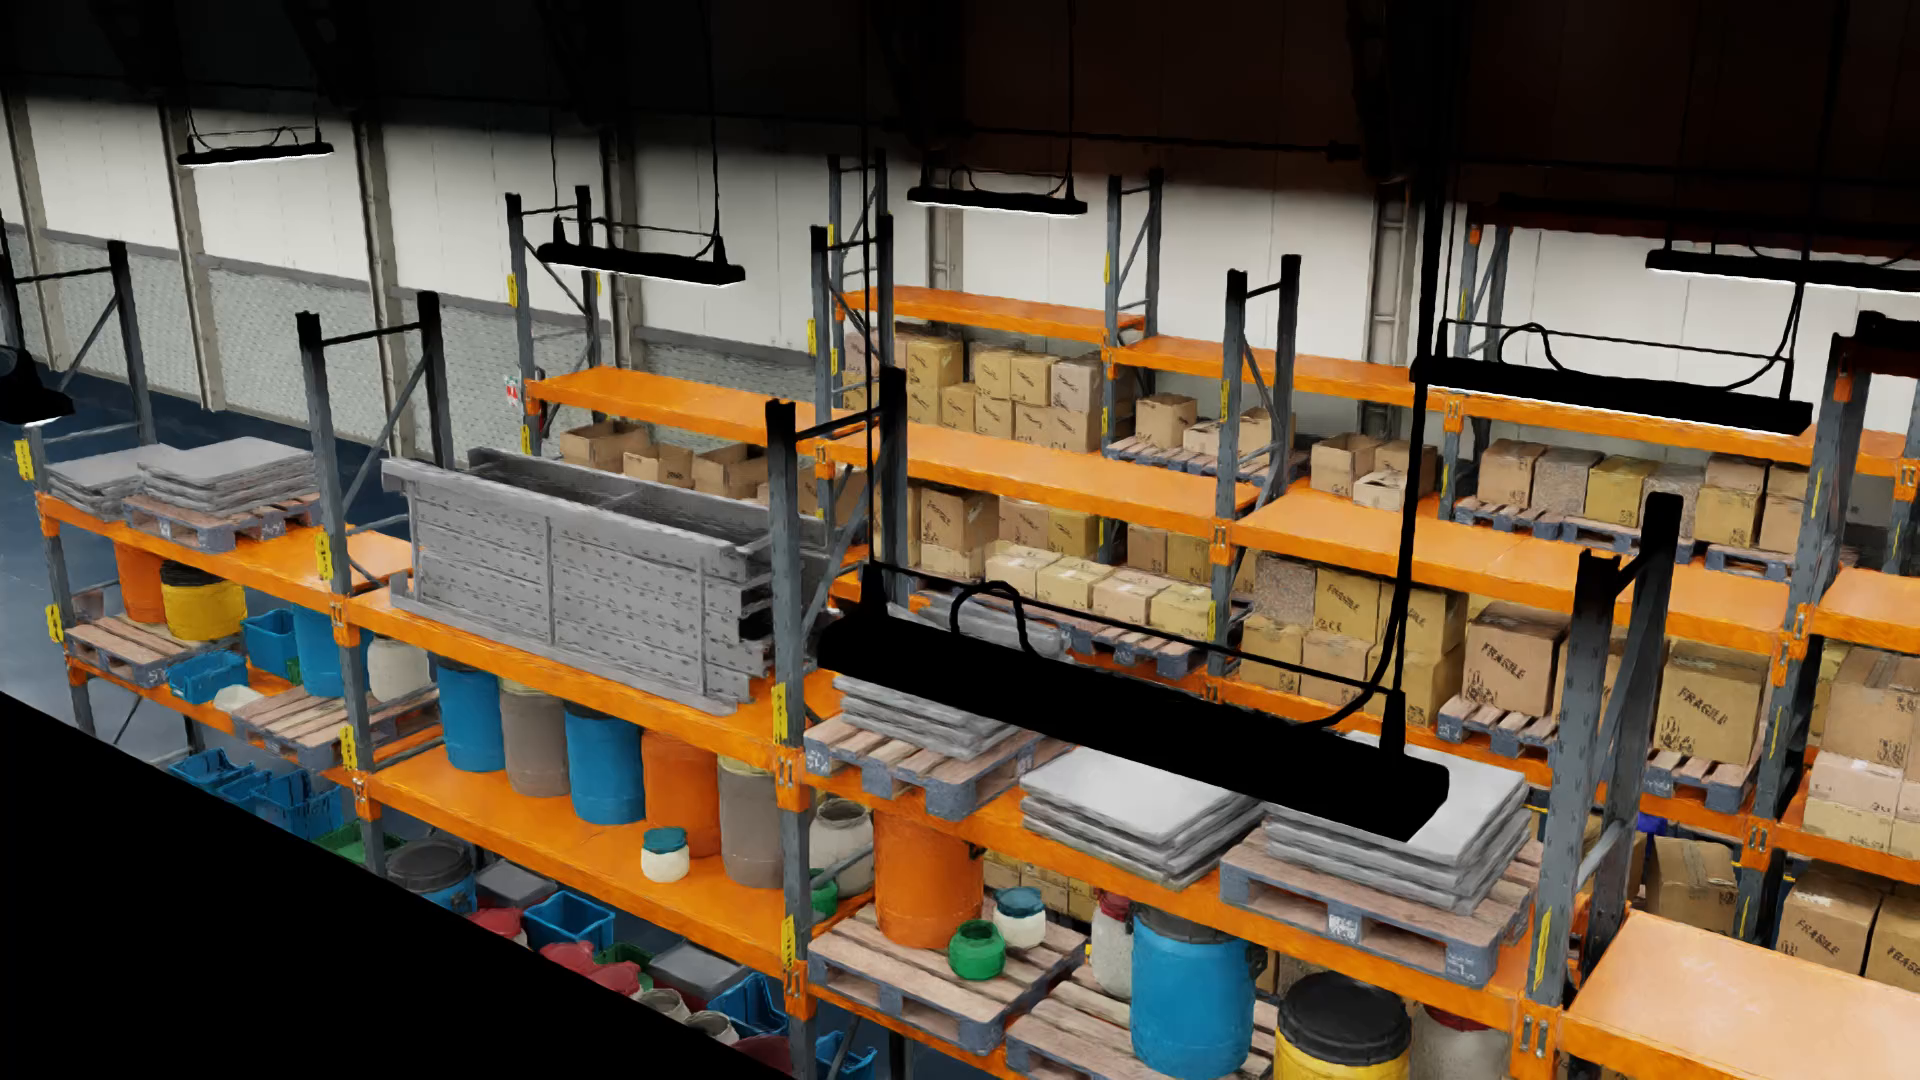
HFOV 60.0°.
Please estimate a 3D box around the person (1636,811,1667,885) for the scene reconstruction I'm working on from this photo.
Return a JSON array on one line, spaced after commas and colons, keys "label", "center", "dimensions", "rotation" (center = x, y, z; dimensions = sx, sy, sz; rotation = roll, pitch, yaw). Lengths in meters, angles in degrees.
[{"label": "person", "center": [5.747, 2.766, 14.246], "dimensions": [0.501, 1.656, 0.422], "rotation": [3, 19, 8]}]
